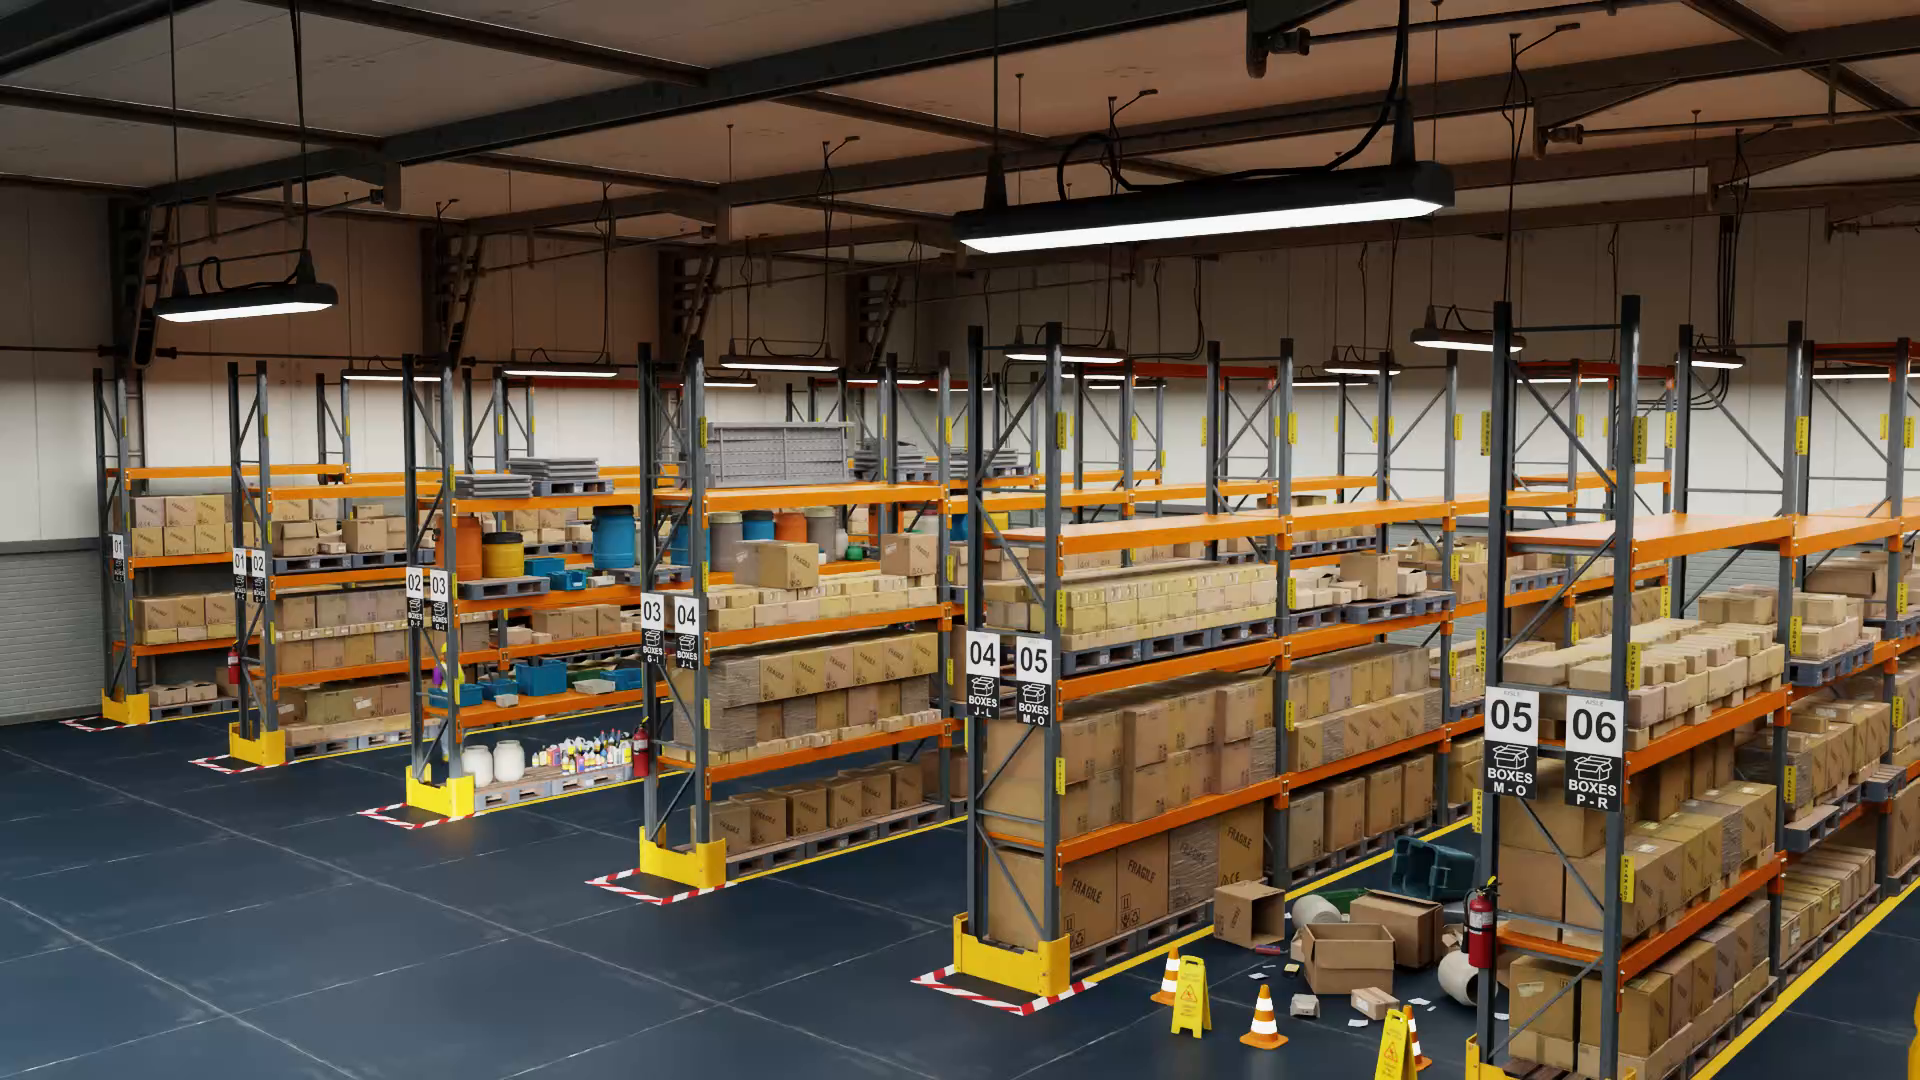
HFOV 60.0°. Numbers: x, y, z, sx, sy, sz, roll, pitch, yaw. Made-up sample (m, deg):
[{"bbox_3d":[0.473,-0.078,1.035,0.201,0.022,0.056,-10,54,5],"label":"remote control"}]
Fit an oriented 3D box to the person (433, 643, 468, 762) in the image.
[{"bbox_3d":[-7.692,2.474,25.118,0.402,1.842,0.630,3,5,31],"label":"person"}]
